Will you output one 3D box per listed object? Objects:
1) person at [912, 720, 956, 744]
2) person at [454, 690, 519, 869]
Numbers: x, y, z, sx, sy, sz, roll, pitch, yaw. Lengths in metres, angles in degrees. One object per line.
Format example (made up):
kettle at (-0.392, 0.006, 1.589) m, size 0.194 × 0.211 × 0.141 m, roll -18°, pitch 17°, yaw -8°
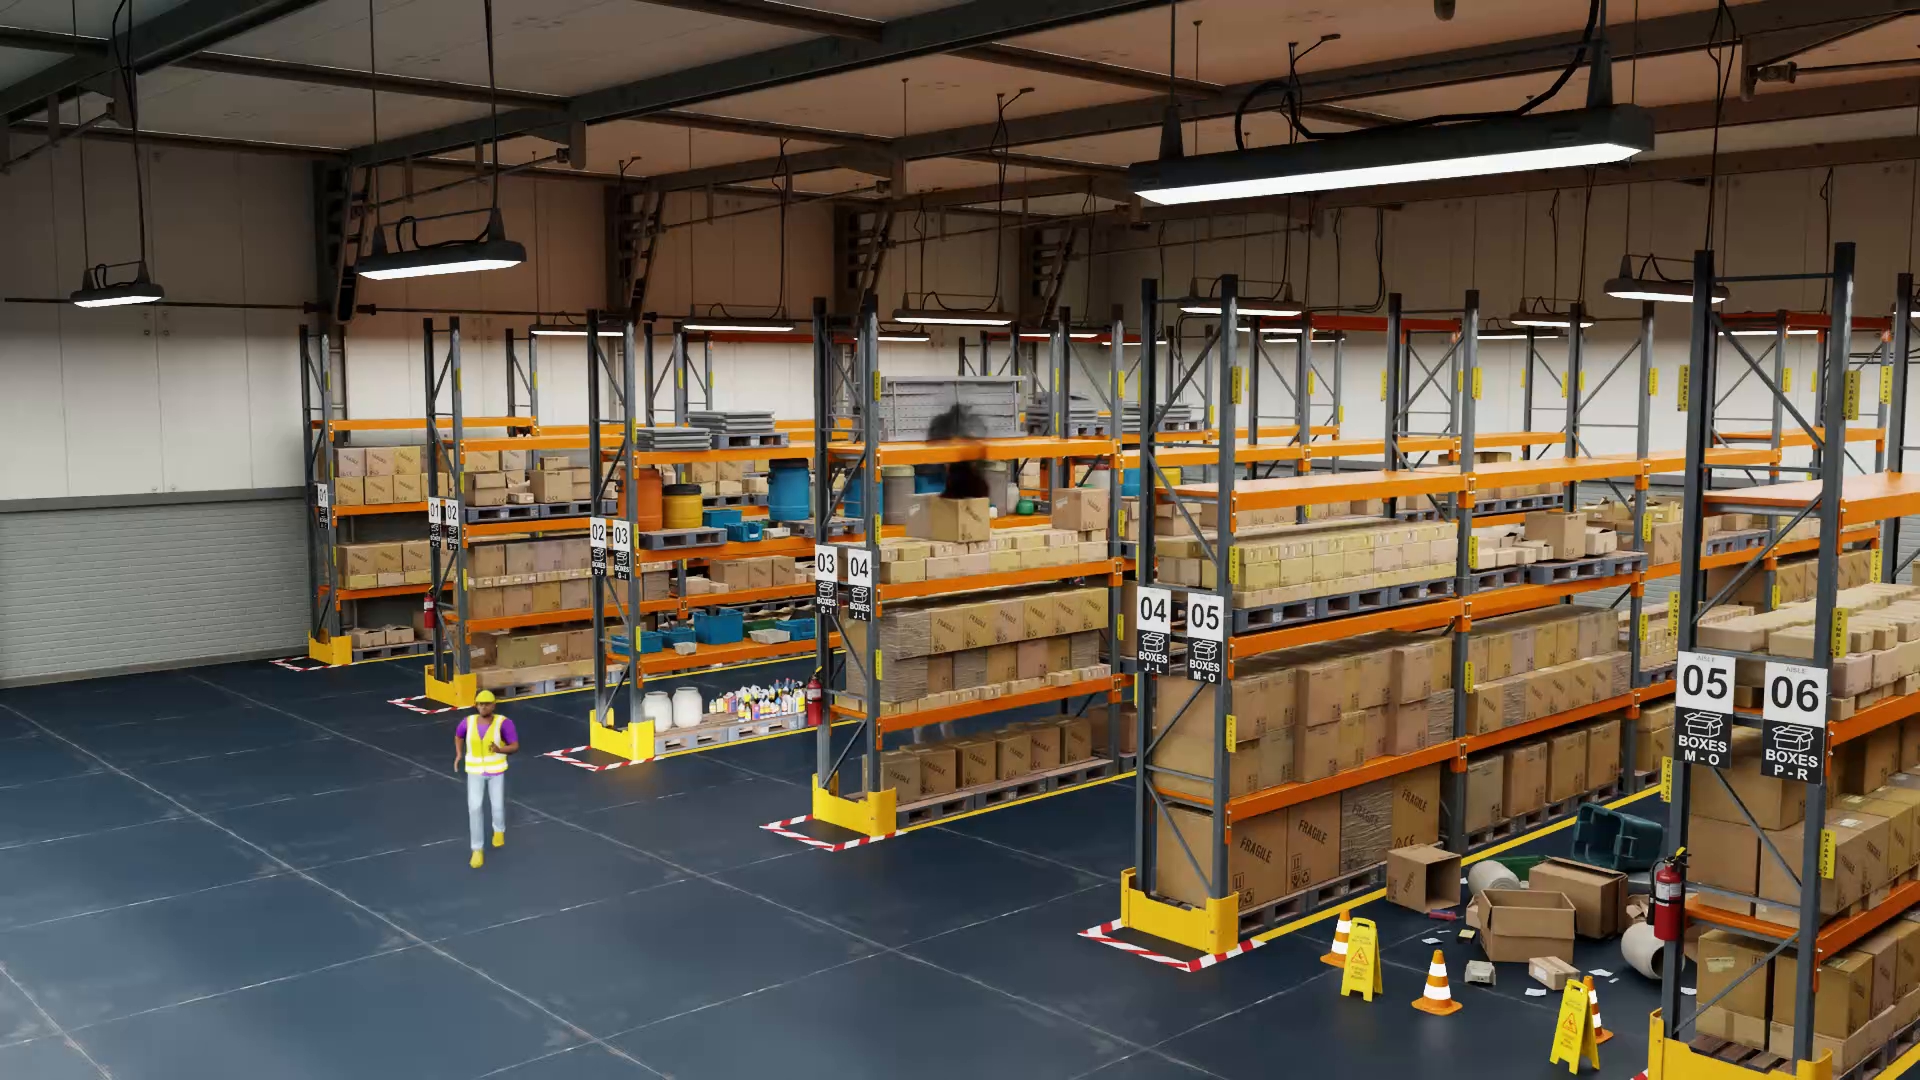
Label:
person at (-0.354, 1.990, 22.237) m, size 0.672 × 1.752 × 0.855 m, roll 3°, pitch 7°, yaw 30°
person at (-5.030, 2.486, 17.680) m, size 0.685 × 1.802 × 0.876 m, roll -1°, pitch 6°, yaw -10°
